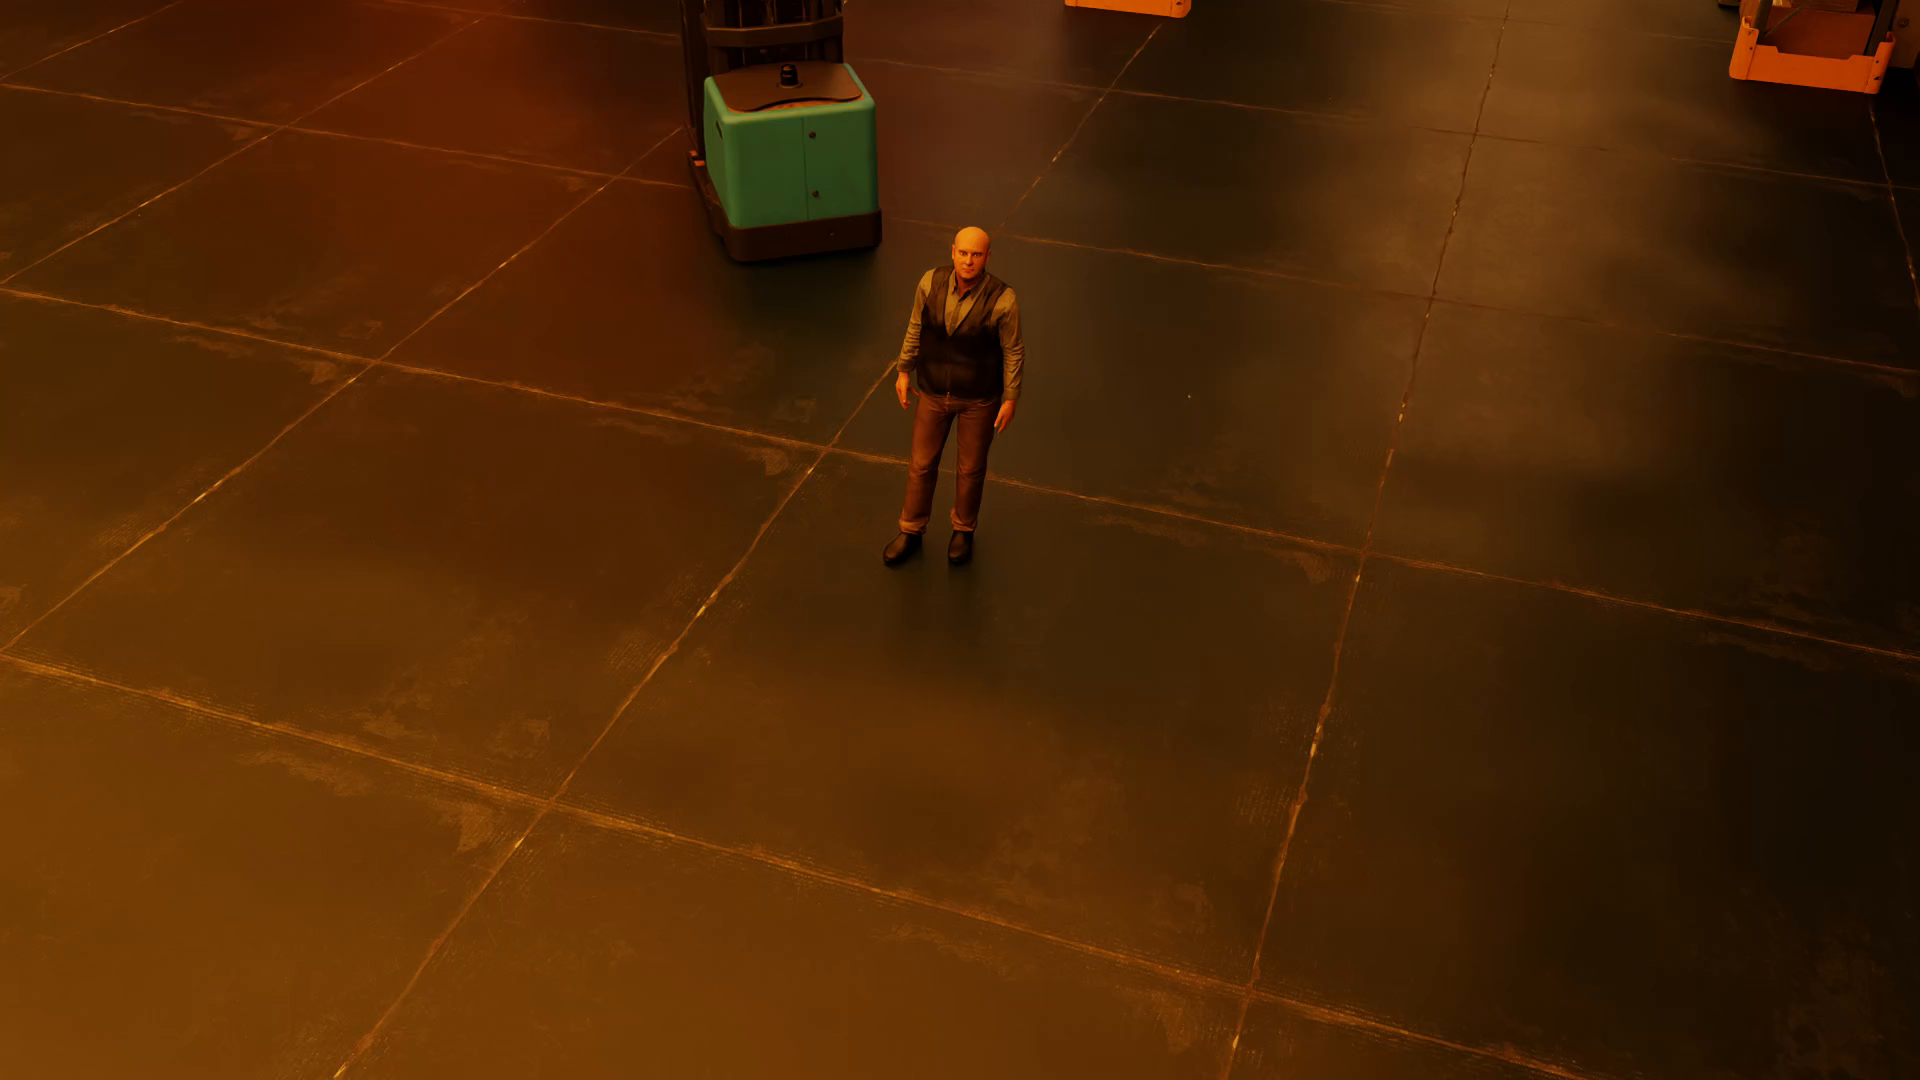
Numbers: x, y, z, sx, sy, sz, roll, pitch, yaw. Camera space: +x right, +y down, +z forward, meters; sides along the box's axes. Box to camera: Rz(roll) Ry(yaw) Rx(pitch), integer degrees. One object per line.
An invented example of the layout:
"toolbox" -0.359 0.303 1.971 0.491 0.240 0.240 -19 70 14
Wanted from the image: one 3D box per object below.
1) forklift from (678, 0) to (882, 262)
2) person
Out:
"forklift" -1.434 -3.914 11.631 1.130 2.935 3.031 -10 36 -13
"person" -0.028 -0.675 8.096 0.634 1.722 0.566 12 37 16
